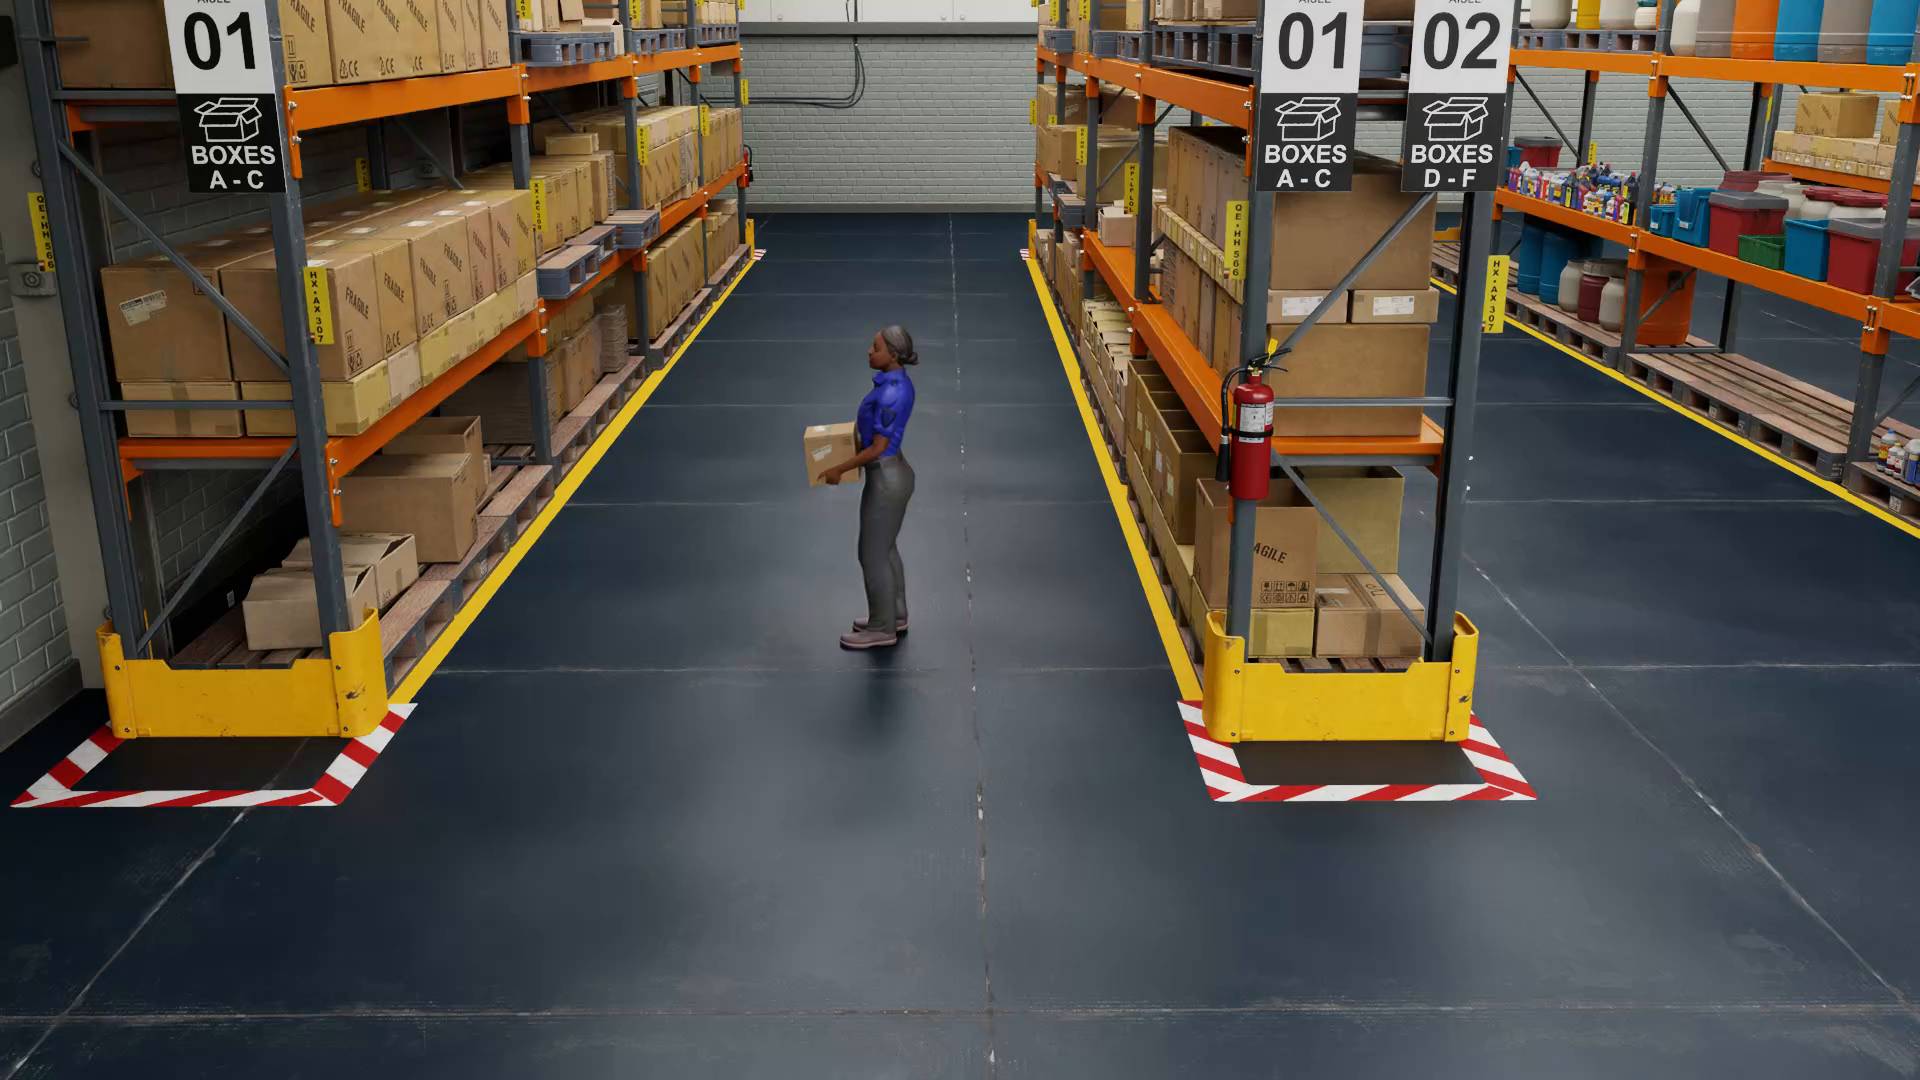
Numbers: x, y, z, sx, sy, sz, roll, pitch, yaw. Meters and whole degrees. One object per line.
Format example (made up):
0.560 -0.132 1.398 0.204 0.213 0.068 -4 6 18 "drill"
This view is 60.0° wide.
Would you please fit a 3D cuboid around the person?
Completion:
-0.462 -0.273 8.442 0.512 1.649 0.452 0 17 -1 "person"
